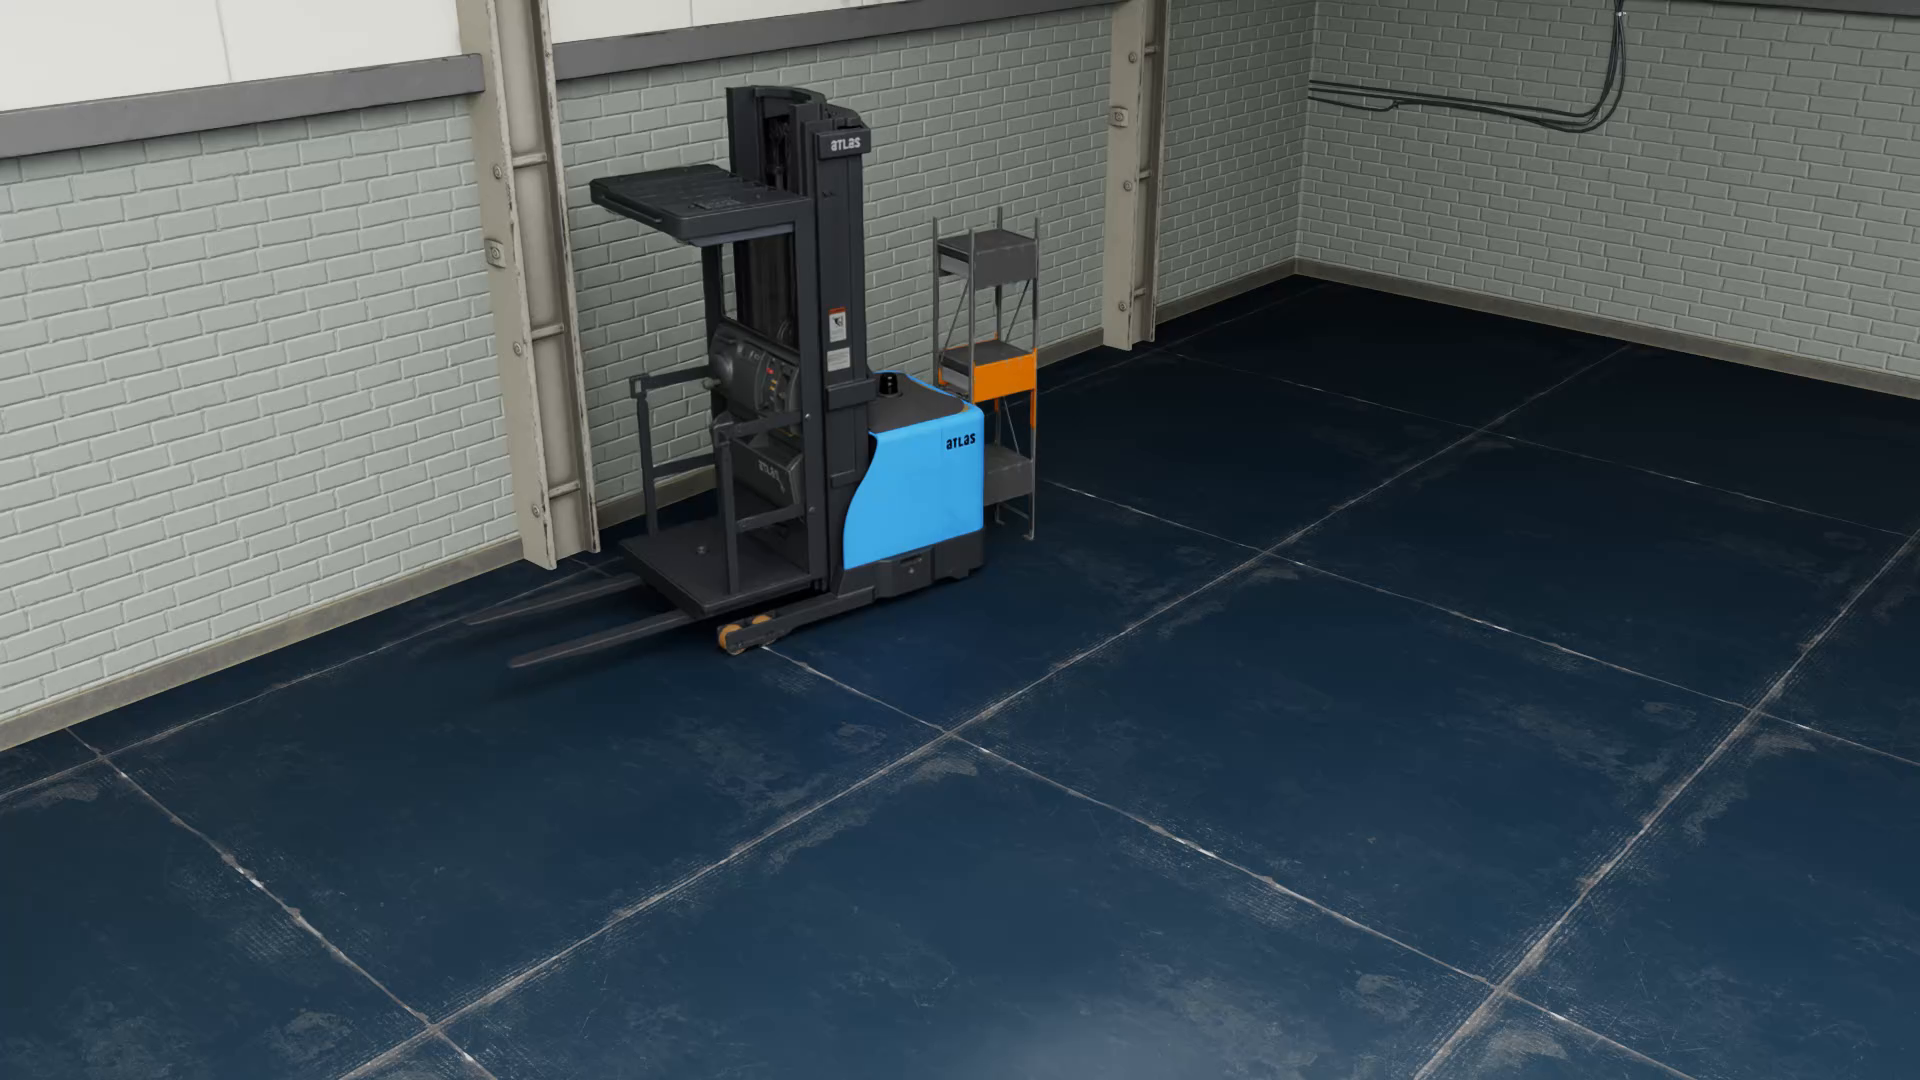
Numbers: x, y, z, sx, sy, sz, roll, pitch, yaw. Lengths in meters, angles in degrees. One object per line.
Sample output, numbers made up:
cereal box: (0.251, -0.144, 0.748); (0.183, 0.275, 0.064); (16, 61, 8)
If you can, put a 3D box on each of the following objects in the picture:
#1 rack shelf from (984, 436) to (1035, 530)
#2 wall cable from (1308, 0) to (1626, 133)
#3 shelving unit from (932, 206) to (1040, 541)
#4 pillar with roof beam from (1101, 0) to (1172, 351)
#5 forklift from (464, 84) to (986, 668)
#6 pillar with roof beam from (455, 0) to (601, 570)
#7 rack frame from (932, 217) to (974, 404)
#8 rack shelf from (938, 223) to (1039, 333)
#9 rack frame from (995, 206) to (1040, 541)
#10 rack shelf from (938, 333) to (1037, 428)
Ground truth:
rack shelf: (0.156, -0.311, 10.622); (0.480, 0.518, 0.431); (-17, 29, -33)
wall cable: (4.425, -4.967, 14.625); (3.097, 2.526, 0.112); (20, 31, 38)
shelving unit: (0.156, -0.963, 10.330); (0.503, 2.100, 0.431); (-17, 29, -33)
pillar with roof beam: (4.680, -4.672, 10.171); (9.100, 9.000, 0.400); (20, 31, 38)
forklift: (-1.331, -0.940, 9.265); (3.031, 2.935, 1.130); (-17, 29, -33)
pillar with roof beam: (0.676, -2.844, 6.094); (9.100, 9.000, 0.400); (20, 31, 38)
rack frame: (-0.041, -0.904, 10.199); (0.015, 2.100, 0.400); (-17, 29, -33)
rack shelf: (0.156, -1.589, 10.050); (0.480, 0.518, 0.431); (-17, 29, -33)
rack frame: (0.353, -1.021, 10.462); (0.015, 2.100, 0.400); (-17, 29, -33)
rack shelf: (0.156, -0.950, 10.336); (0.480, 0.518, 0.431); (-17, 29, -33)
